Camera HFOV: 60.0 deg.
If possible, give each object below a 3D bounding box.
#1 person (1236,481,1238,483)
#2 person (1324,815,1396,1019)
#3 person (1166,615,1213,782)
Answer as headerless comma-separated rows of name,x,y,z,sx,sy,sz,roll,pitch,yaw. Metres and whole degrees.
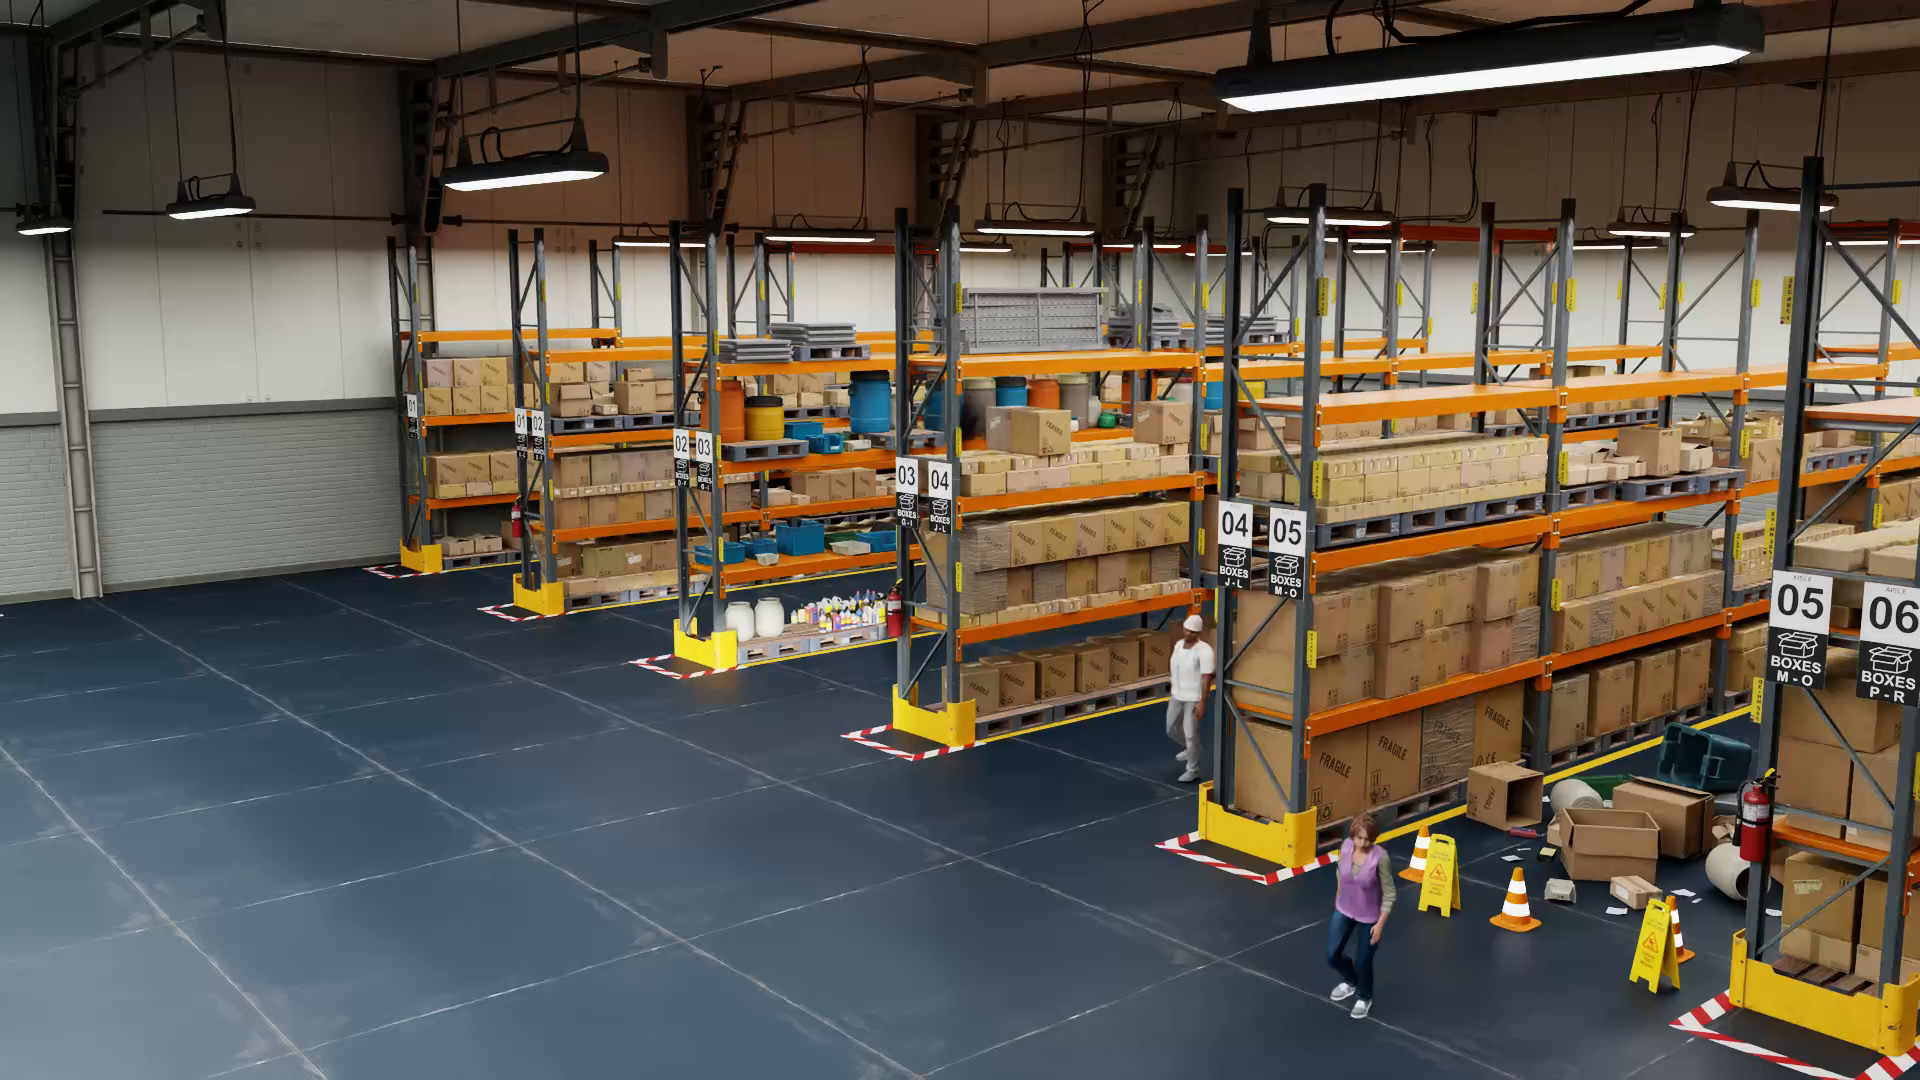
person,6.237,-1.593,38.319,0.681,1.823,0.848,-4,9,-22
person,2.804,2.643,11.643,0.548,1.561,0.607,6,11,35
person,2.445,1.630,17.412,0.549,1.755,0.691,-6,11,-36
